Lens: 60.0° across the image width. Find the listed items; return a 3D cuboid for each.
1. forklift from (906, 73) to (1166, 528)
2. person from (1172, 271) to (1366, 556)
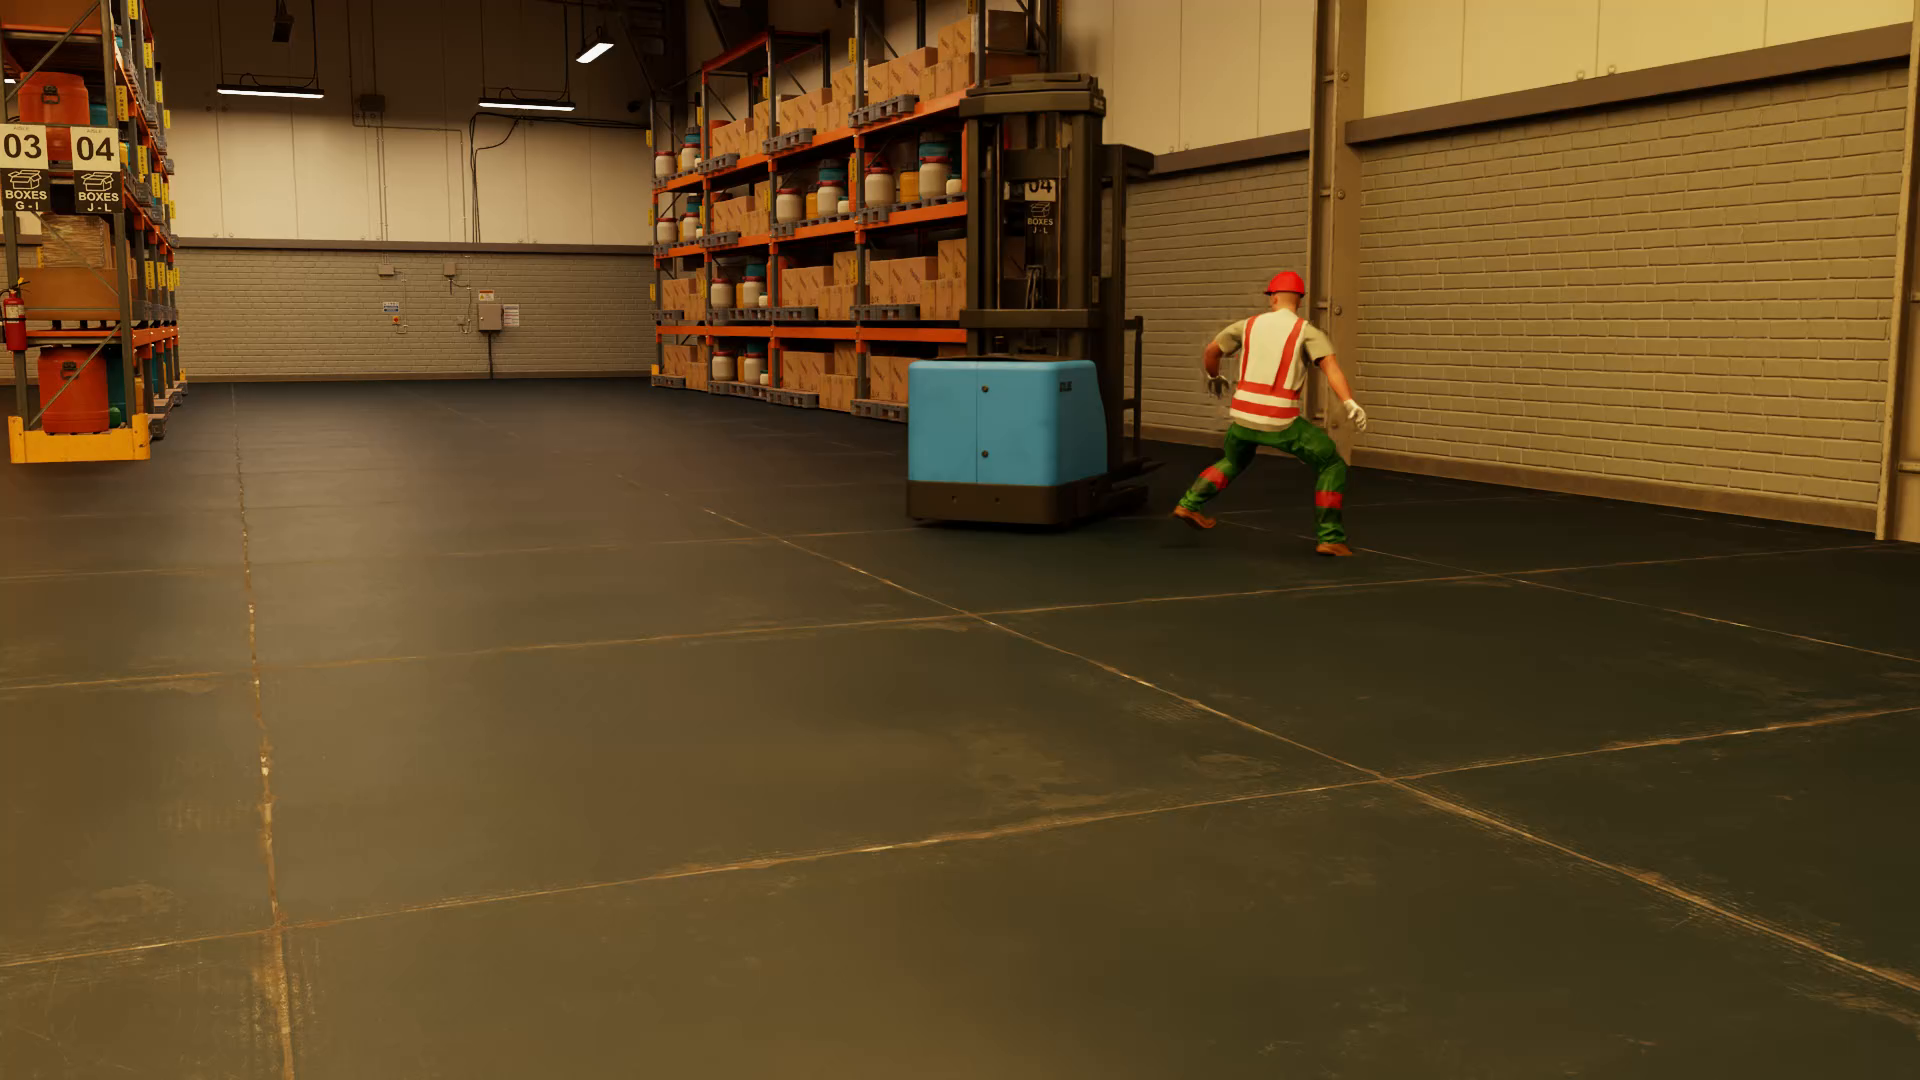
[{"bbox_3d":[0.705,-1.681,11.691,1.130,2.935,3.031,3,8,23],"label":"forklift"},{"bbox_3d":[1.857,-0.701,9.546,1.205,1.674,0.527,7,10,42],"label":"person"}]
